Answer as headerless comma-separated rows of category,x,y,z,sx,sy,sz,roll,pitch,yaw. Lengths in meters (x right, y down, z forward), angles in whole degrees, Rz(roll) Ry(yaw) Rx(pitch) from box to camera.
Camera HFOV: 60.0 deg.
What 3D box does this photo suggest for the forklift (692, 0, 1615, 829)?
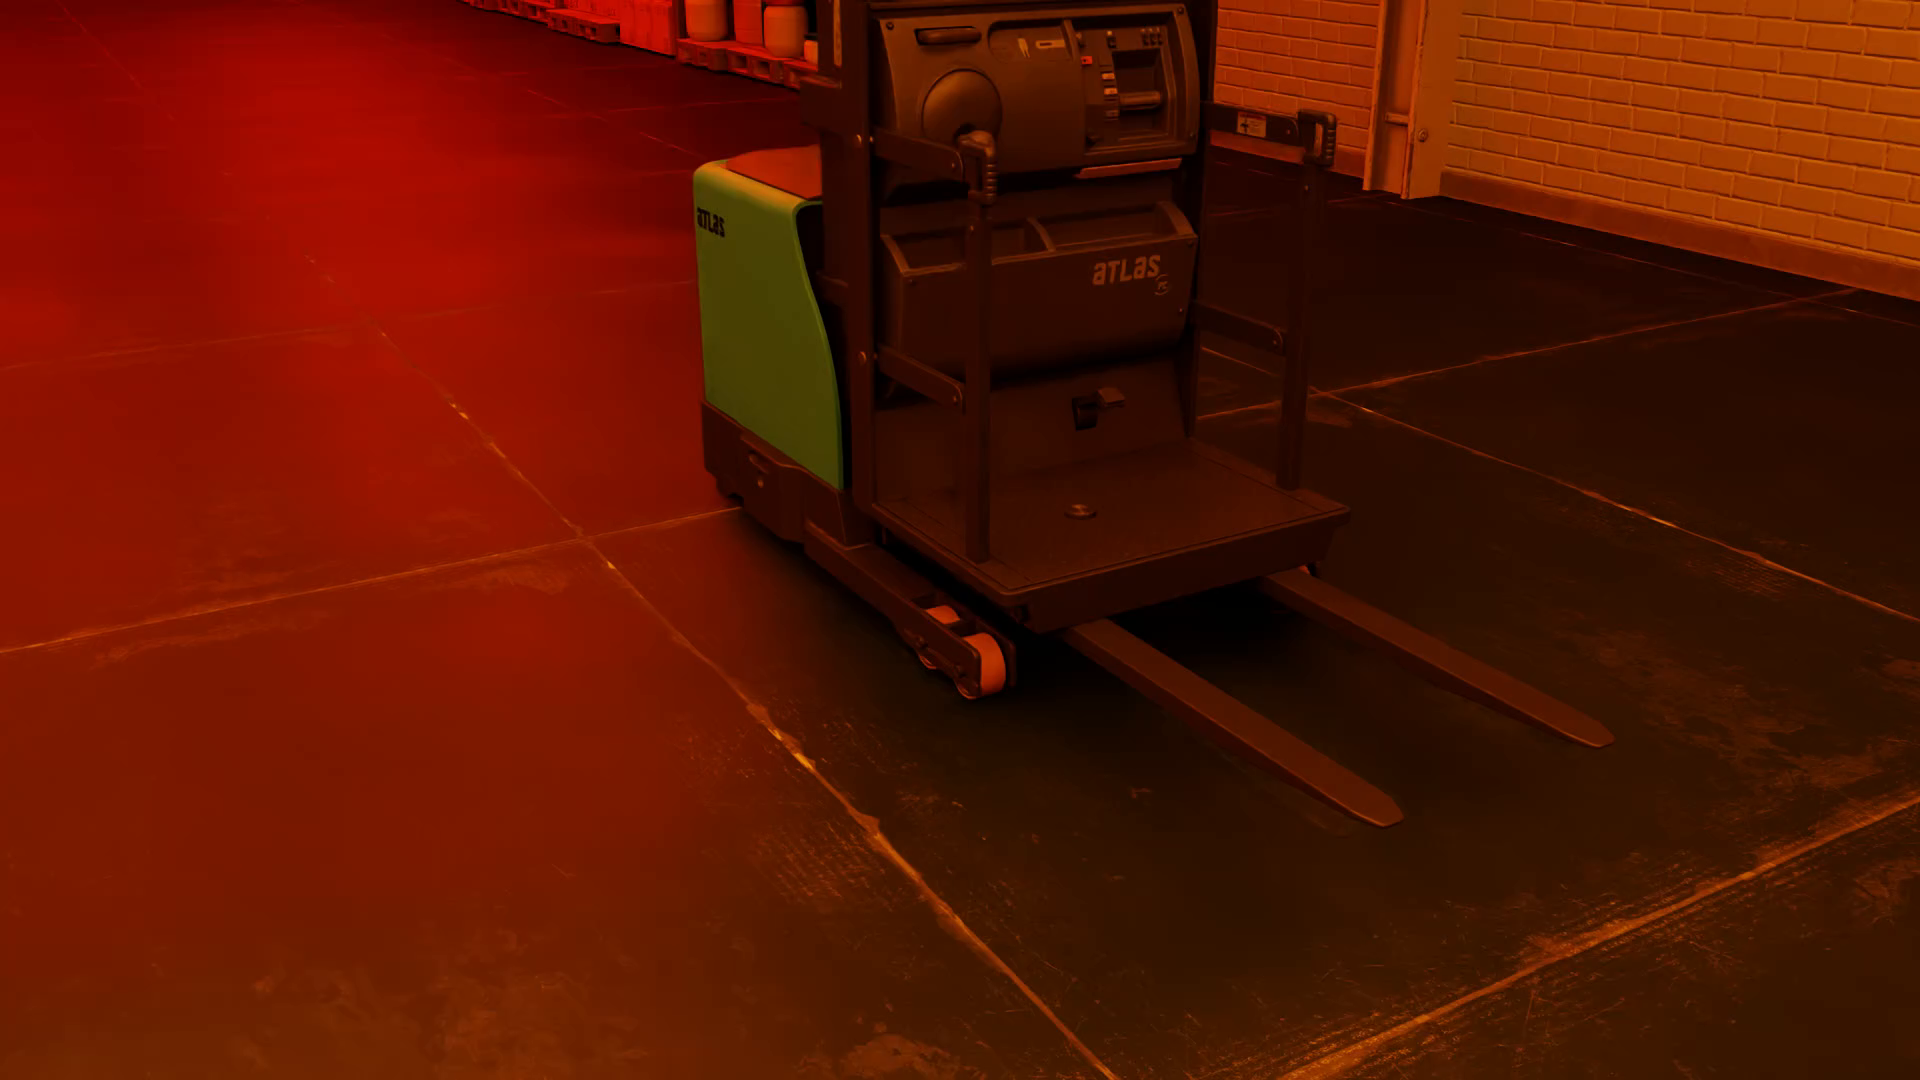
forklift,0.331,-1.156,4.092,1.130,2.935,3.031,-13,25,-28
